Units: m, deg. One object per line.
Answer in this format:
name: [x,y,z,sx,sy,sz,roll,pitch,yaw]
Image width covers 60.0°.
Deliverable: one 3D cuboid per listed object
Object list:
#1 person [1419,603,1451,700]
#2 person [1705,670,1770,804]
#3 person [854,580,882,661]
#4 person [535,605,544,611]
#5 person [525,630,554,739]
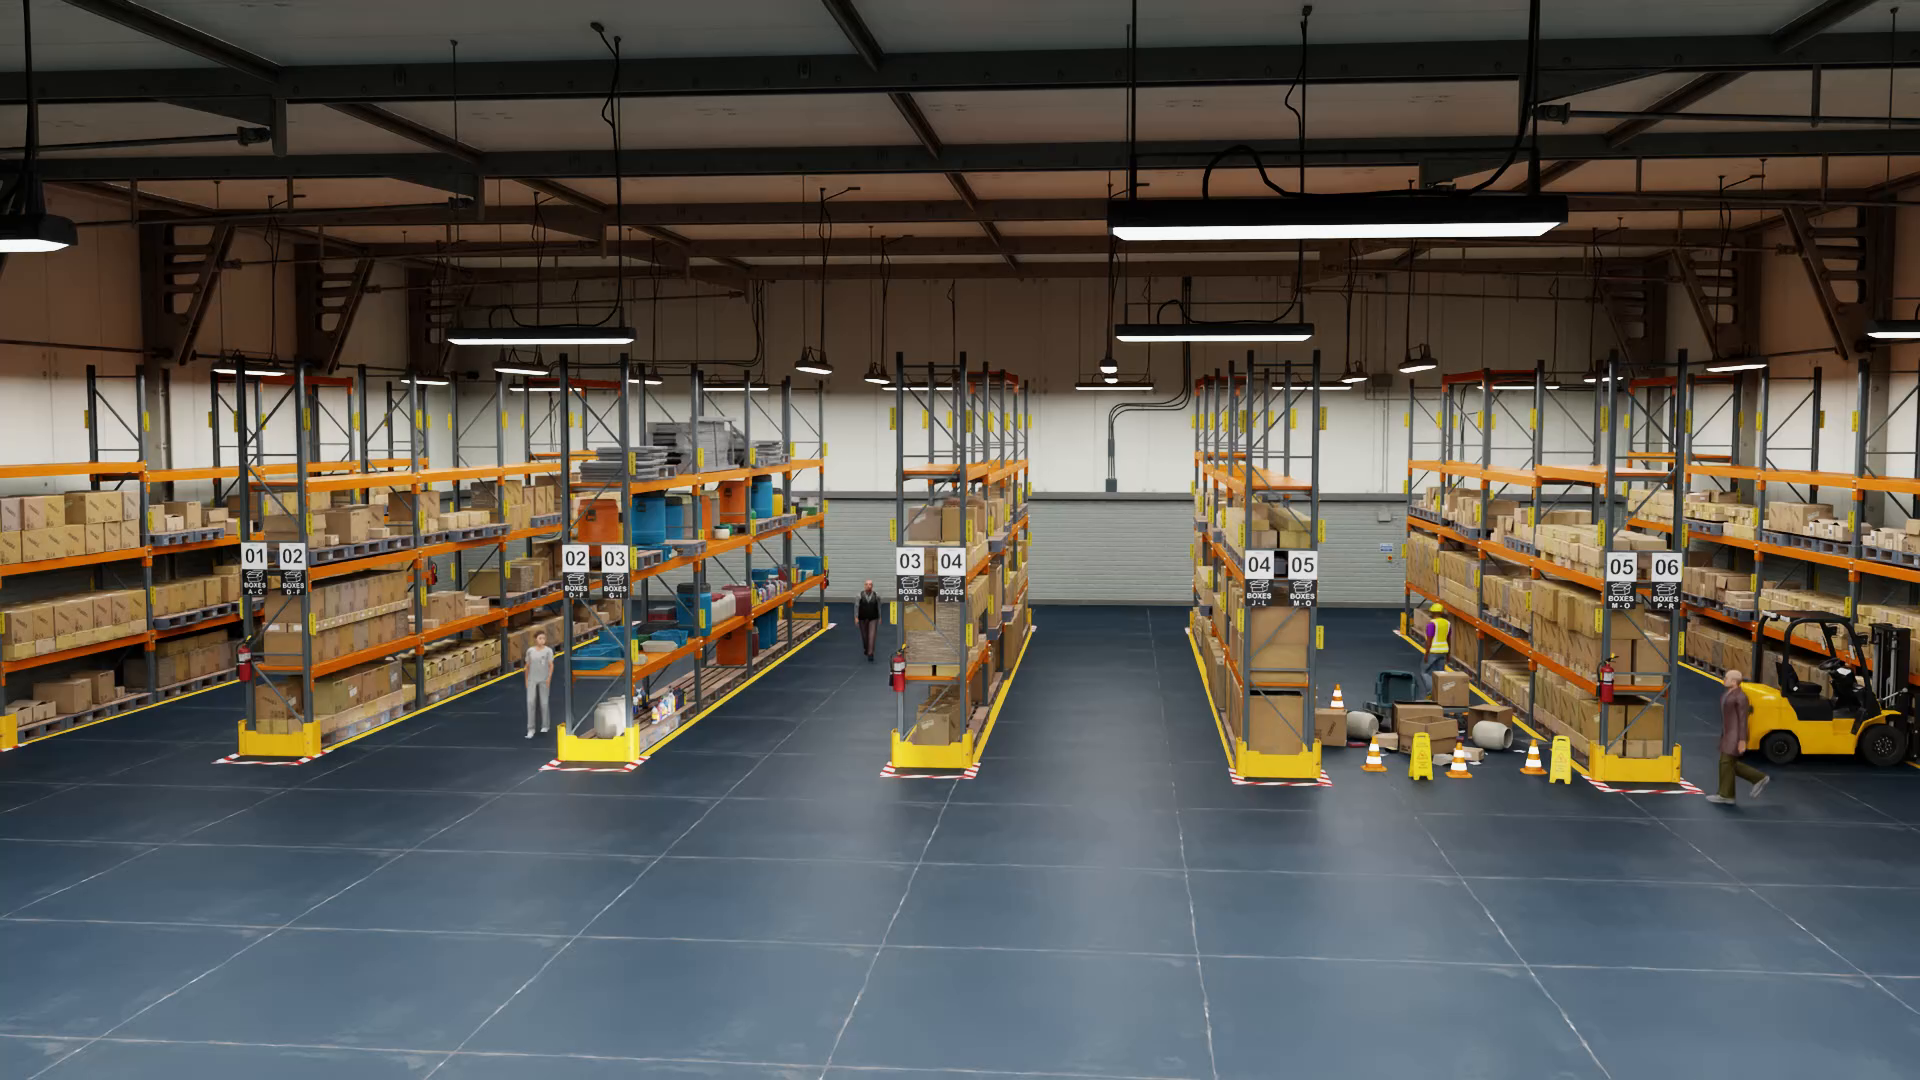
person: [8.489,2.024,29.650,0.612,1.785,0.407,-2,5,-27]
person: [10.207,2.567,21.768,0.837,1.758,0.595,1,4,10]
person: [-1.946,1.677,35.000,0.564,1.669,1.084,0,4,2]
person: [-10.736,1.129,42.835,0.437,1.684,0.508,0,4,5]
person: [-6.742,2.298,26.589,0.468,1.667,0.742,-1,4,-8]
